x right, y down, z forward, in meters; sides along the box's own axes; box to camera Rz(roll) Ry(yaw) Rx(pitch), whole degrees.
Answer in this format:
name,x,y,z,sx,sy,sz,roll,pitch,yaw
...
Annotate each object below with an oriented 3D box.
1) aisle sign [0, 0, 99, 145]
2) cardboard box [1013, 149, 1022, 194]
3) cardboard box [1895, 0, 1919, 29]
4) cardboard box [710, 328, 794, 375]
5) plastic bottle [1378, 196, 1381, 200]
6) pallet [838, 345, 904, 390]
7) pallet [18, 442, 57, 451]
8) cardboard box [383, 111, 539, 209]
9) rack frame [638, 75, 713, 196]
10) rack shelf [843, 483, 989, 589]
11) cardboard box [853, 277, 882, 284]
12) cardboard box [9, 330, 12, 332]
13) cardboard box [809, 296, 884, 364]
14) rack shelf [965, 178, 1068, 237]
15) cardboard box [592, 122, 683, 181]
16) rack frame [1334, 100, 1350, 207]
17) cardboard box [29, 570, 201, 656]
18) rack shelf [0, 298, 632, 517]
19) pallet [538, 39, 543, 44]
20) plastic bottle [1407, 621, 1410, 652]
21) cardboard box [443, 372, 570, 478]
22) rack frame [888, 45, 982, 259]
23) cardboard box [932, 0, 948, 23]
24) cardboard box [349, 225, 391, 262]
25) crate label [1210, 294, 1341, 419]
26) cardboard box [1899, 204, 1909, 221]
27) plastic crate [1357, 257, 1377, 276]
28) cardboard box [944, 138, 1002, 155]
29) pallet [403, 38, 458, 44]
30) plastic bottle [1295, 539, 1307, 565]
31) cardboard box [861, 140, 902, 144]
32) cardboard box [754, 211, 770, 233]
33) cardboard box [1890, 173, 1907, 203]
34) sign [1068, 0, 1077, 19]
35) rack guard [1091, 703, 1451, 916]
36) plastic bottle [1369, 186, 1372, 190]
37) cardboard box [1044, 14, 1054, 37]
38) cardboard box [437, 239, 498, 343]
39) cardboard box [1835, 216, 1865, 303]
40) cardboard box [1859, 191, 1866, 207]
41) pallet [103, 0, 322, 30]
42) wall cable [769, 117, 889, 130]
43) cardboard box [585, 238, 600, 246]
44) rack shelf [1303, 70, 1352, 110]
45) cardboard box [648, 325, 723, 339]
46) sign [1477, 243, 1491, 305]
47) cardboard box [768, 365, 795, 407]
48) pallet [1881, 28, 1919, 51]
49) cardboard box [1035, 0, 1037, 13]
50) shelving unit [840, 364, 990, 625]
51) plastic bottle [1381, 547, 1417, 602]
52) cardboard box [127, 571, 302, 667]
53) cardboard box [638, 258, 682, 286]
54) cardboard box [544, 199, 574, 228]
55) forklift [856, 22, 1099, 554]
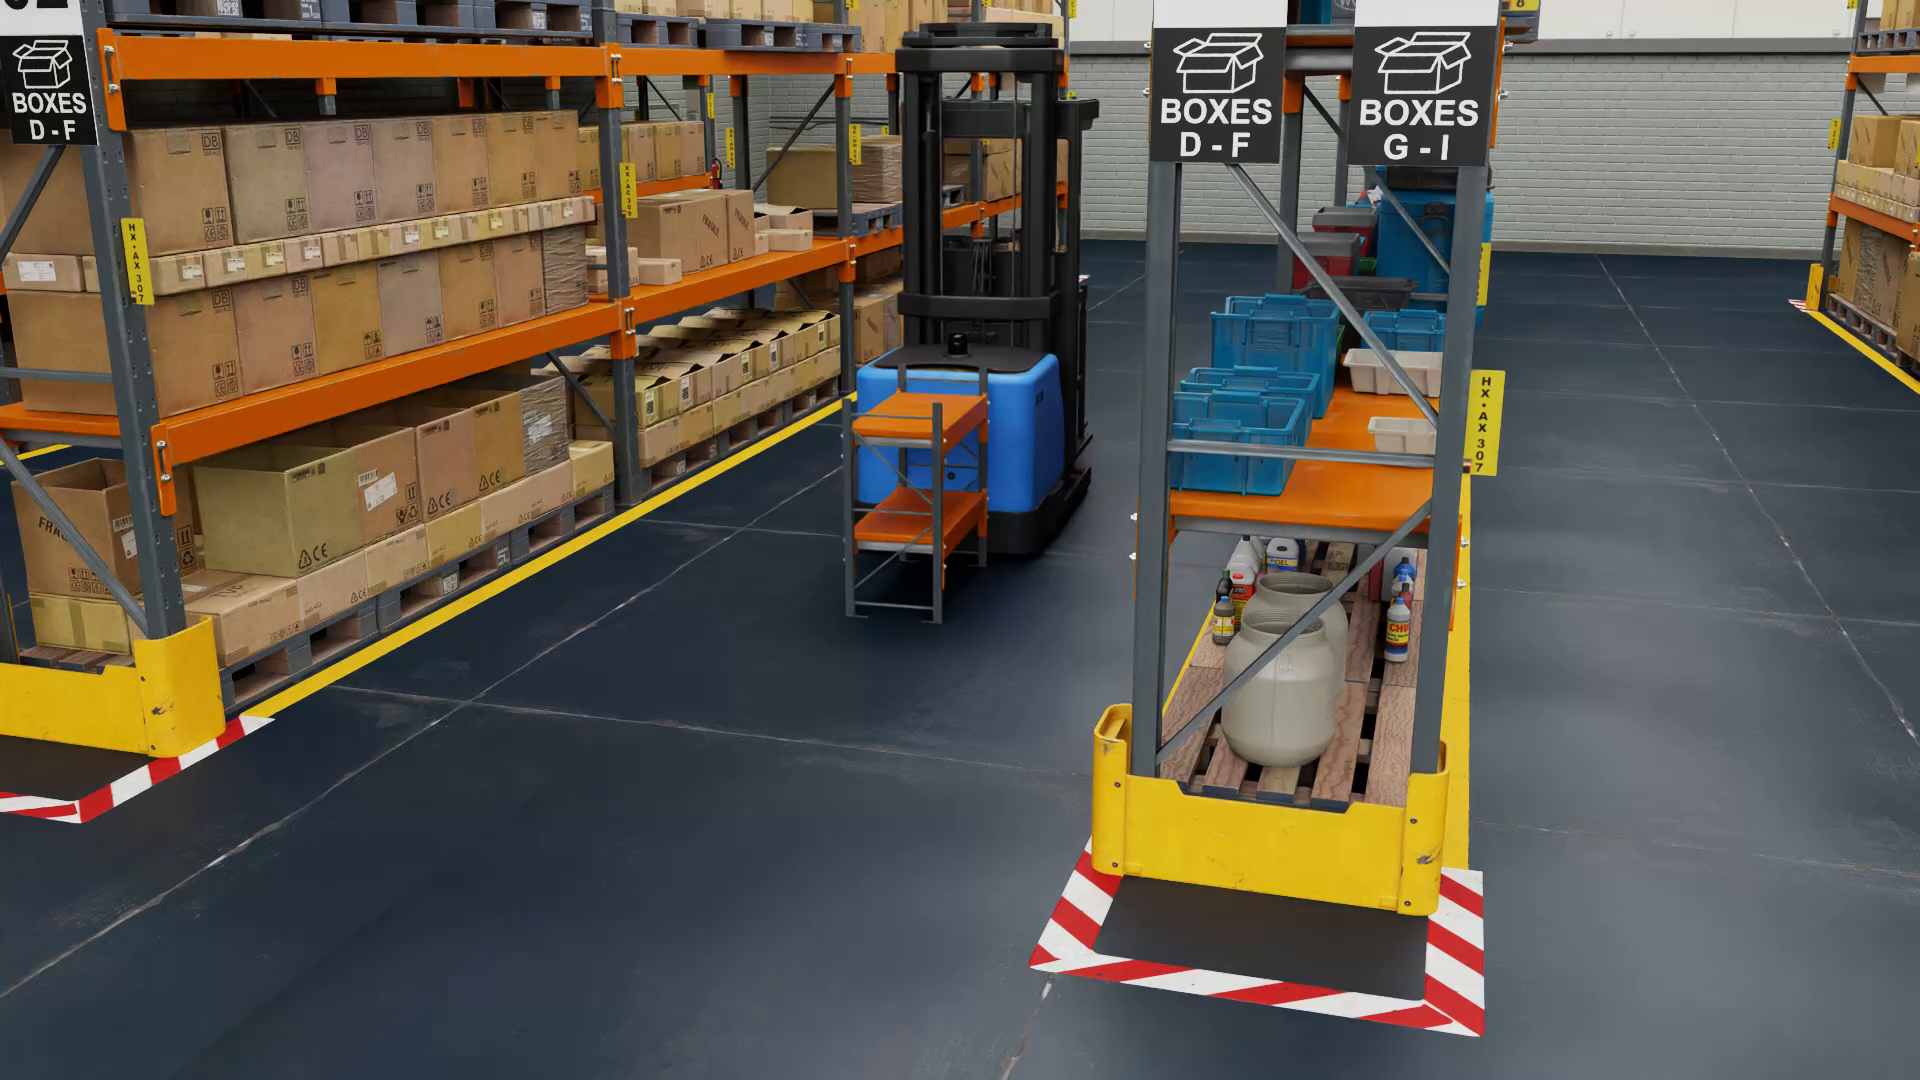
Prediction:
name,x,y,z,sx,sy,sz,roll,pitch,yaw
aisle sign,-3.397,-1.864,6.139,0.394,0.787,0.004,5,16,16
cardboard box,0.431,-4.219,19.022,0.500,0.500,0.500,5,16,16
cardboard box,9.899,-5.395,16.720,0.700,0.500,0.500,3,16,12
cardboard box,-1.599,-1.471,12.762,0.500,0.311,0.500,5,16,16
plastic bottle,3.872,-3.003,15.147,0.152,0.276,0.135,5,16,16
pallet,-1.151,-1.598,15.076,1.003,0.211,1.213,5,16,16
pallet,-7.066,-0.946,12.777,1.003,0.211,1.213,5,16,16
cardboard box,-2.798,-2.124,9.259,0.700,0.500,0.500,5,16,16
rack frame,-3.876,-5.223,22.747,1.000,3.000,0.127,5,16,16
rack shelf,-0.214,-0.036,8.792,0.538,0.278,1.000,4,16,13
cardboard box,-1.068,-2.292,16.188,0.500,0.500,0.500,4,16,14
cardboard box,-6.994,-1.426,13.133,0.700,0.500,0.500,4,16,15
cardboard box,-0.996,-1.853,14.640,0.500,0.500,0.500,5,17,18
rack shelf,0.306,-3.971,19.649,1.077,0.370,4.000,5,16,16
cardboard box,-4.207,-5.042,21.559,0.980,0.700,0.700,4,16,15
rack frame,3.349,-2.362,12.659,1.000,3.000,0.127,5,16,16
cardboard box,-3.803,0.304,7.531,0.500,0.250,0.500,5,16,16
rack shelf,-3.104,-0.831,8.581,1.077,0.370,4.000,5,16,16
pallet,-4.770,-5.790,19.412,1.003,0.211,1.213,5,16,16
plastic bottle,1.919,0.389,7.284,0.097,0.201,0.097,0,16,0
cardboard box,-2.611,-0.672,9.597,0.500,0.500,0.500,5,16,16
rack frame,-0.262,-3.793,17.706,1.000,3.000,0.127,5,16,16
cardboard box,-0.476,-5.409,16.768,0.600,0.600,0.600,3,16,11
cardboard box,-2.990,-1.437,8.027,0.380,0.149,0.250,4,16,15
crate label,1.339,-0.788,7.047,0.502,0.435,0.616,5,16,16
cardboard box,9.080,-3.076,15.638,0.380,0.149,0.250,5,17,17
plastic crate,2.437,-1.691,10.682,0.450,0.188,0.662,5,16,16
cardboard box,0.141,-4.424,17.914,0.500,0.500,0.500,5,17,17
pallet,-5.702,-4.948,16.625,1.003,0.211,1.213,5,17,18
plastic bottle,1.723,-0.062,8.600,0.144,0.351,0.185,5,16,16
cardboard box,-0.705,-3.577,15.989,0.700,0.500,0.500,1,16,2
cardboard box,-1.839,-2.485,13.257,0.500,0.311,0.500,4,16,15
cardboard box,9.253,-3.367,15.931,0.500,0.250,0.500,5,17,18
sign,1.401,-6.661,20.696,0.100,0.325,0.005,5,16,16
rack guard,1.052,0.910,5.704,1.175,0.500,0.348,5,16,16
plastic bottle,3.973,-3.289,16.143,0.061,0.283,0.133,5,16,16
cardboard box,0.831,-6.166,19.934,0.500,0.250,0.500,5,16,16
cardboard box,-2.946,-1.362,8.953,0.700,0.500,0.500,5,17,17
cardboard box,10.266,-3.077,18.304,0.875,0.875,0.875,5,16,16
cardboard box,9.591,-3.546,17.294,0.380,0.149,0.250,4,16,15
pallet,-3.447,-2.237,6.886,1.003,0.211,1.213,5,16,16
wall cable,-1.926,-8.067,27.471,3.097,2.526,0.112,5,16,16
cardboard box,-4.702,-3.364,20.003,0.700,0.500,0.500,5,17,17
rack shelf,2.781,-2.936,10.503,1.077,0.370,4.000,5,16,16
cardboard box,-2.118,-1.510,12.899,0.500,0.311,0.500,4,16,14
sign,2.737,-1.403,8.771,0.100,0.325,0.005,5,16,16
cardboard box,-1.604,-1.203,12.843,0.500,0.250,0.500,5,17,17
pallet,9.826,-4.956,16.471,1.003,0.211,1.213,5,16,16
cardboard box,0.521,-6.552,19.920,0.700,0.500,0.500,5,16,16
shelving unit,-0.214,-0.271,8.725,0.538,1.125,1.048,4,16,13
plastic bottle,2.109,0.151,7.985,0.152,0.276,0.135,5,17,17
cardboard box,-3.307,0.344,7.389,0.500,0.250,0.500,5,16,16
cardboard box,-2.088,-1.795,11.123,0.380,0.149,0.250,5,16,16
cardboard box,-2.480,-1.908,9.688,0.380,0.149,0.250,4,16,15
forklift,0.246,-1.690,10.417,1.130,2.935,3.031,4,16,13
